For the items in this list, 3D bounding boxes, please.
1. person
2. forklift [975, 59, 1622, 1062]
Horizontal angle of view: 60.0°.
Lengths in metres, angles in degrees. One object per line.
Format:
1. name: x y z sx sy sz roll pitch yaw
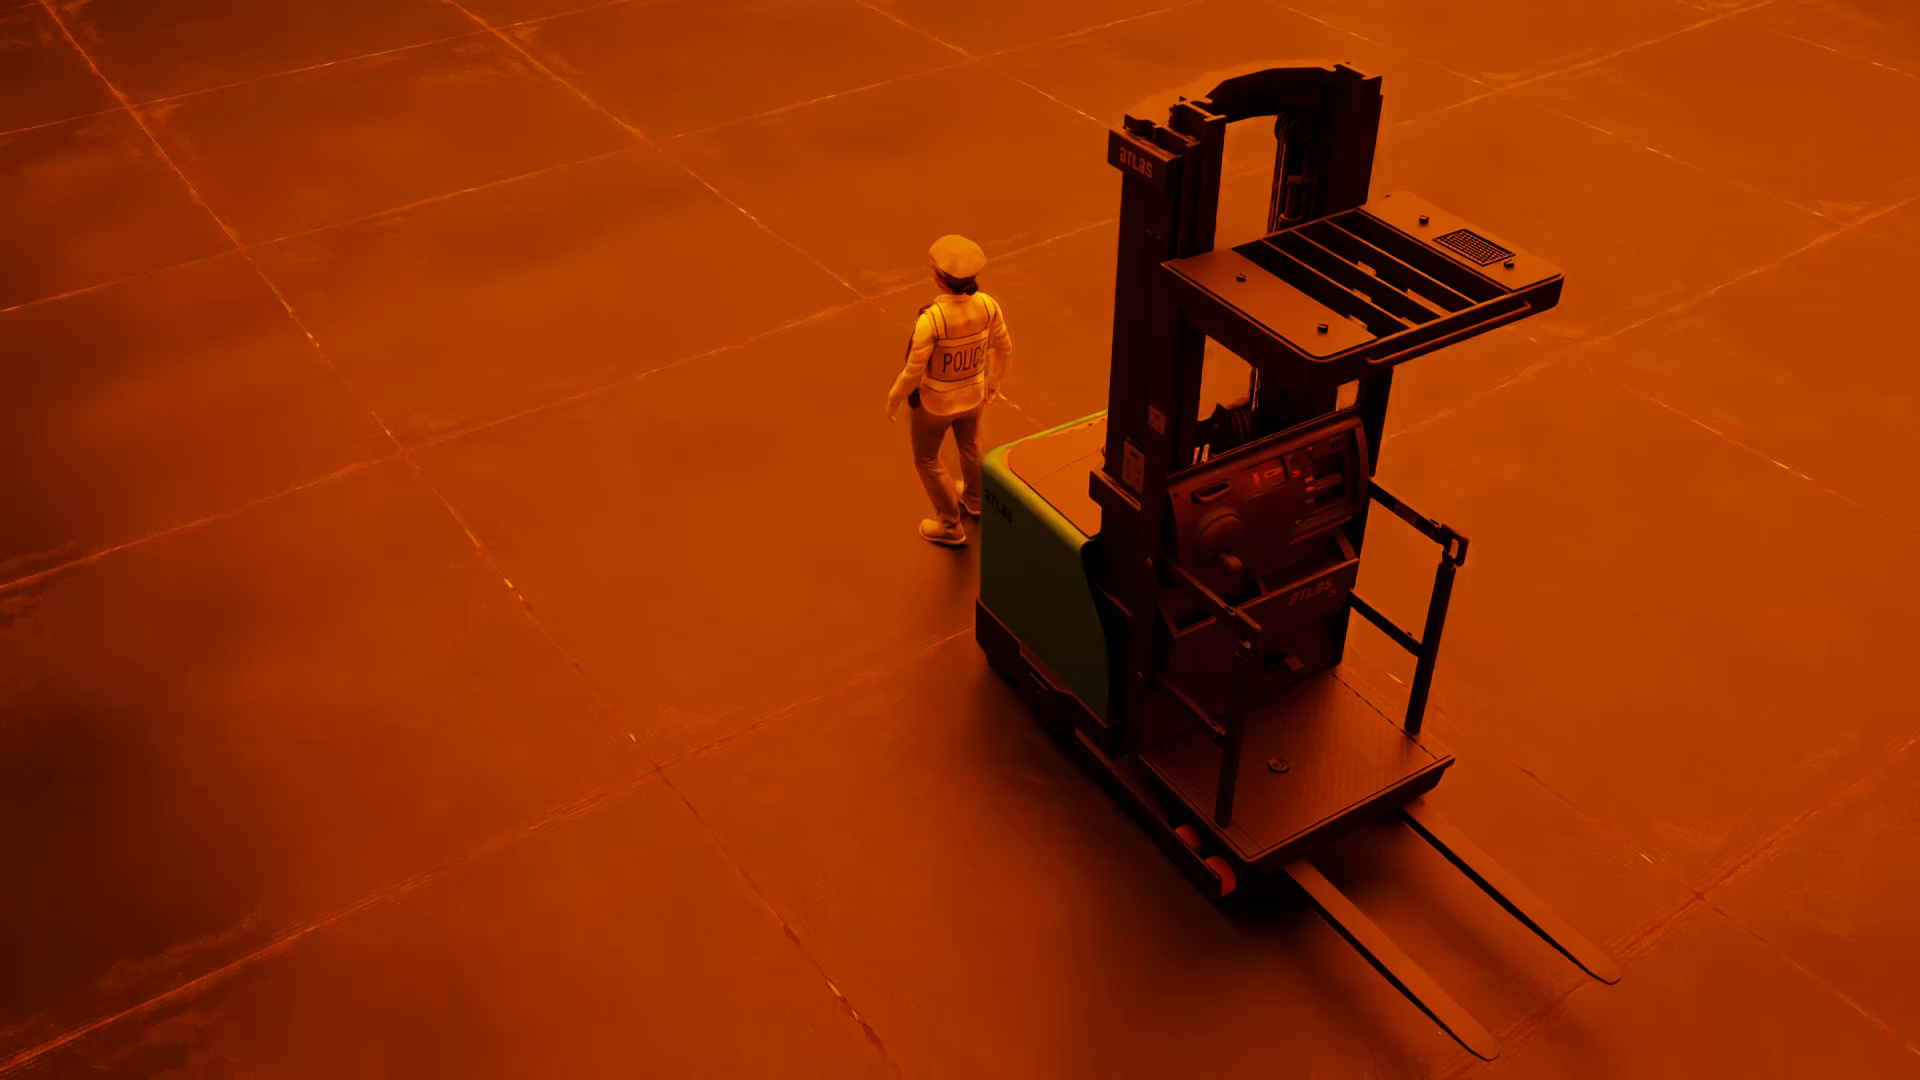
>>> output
1. person: -0.073 -0.726 8.013 0.636 1.670 0.527 -22 42 -27
2. forklift: 1.277 -0.098 6.077 1.130 2.935 3.031 -20 41 -25
